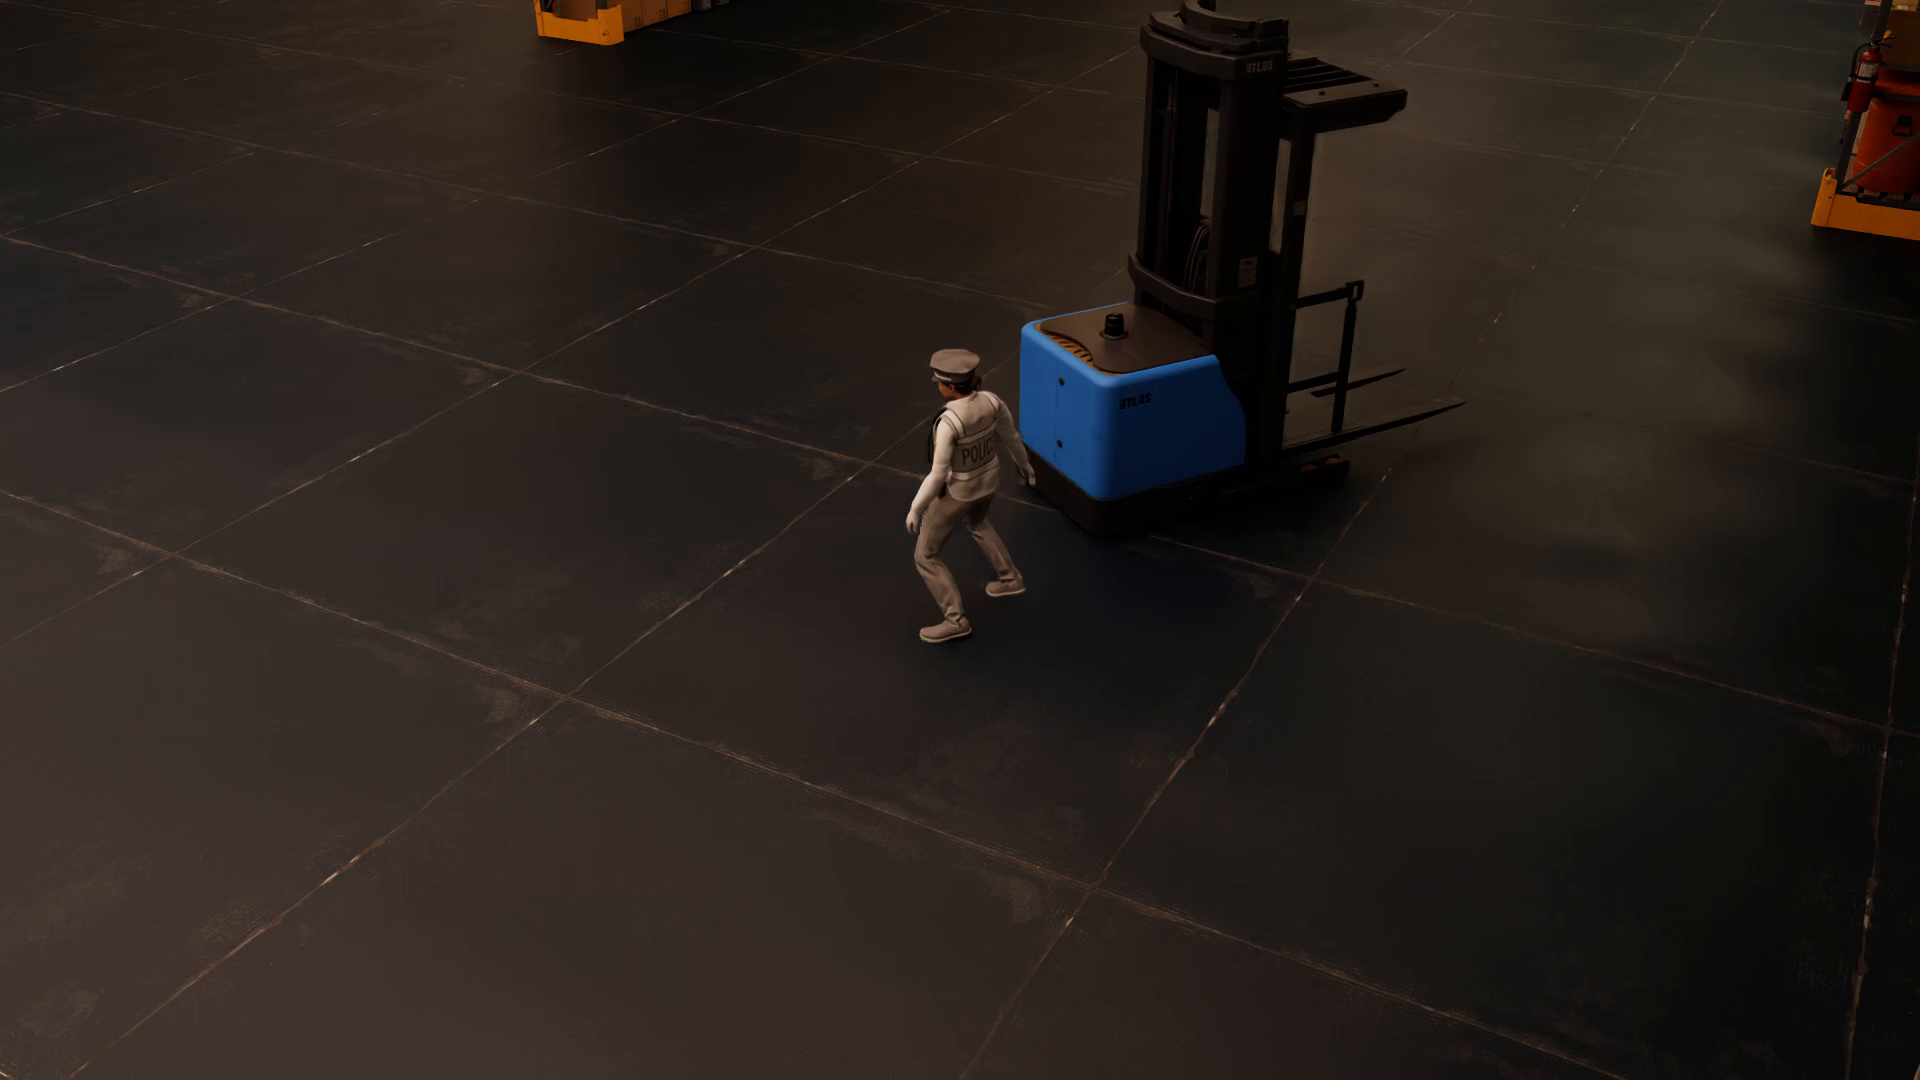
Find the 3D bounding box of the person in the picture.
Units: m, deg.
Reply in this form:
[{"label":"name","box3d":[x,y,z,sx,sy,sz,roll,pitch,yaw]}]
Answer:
[{"label":"person","box3d":[0.067,-0.284,8.929,0.817,1.587,0.460,-25,38,-36]}]

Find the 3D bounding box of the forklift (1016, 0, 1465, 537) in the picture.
[{"label":"forklift","box3d":[1.903,-1.799,10.188,3.031,2.935,1.130,-15,33,-24]}]
